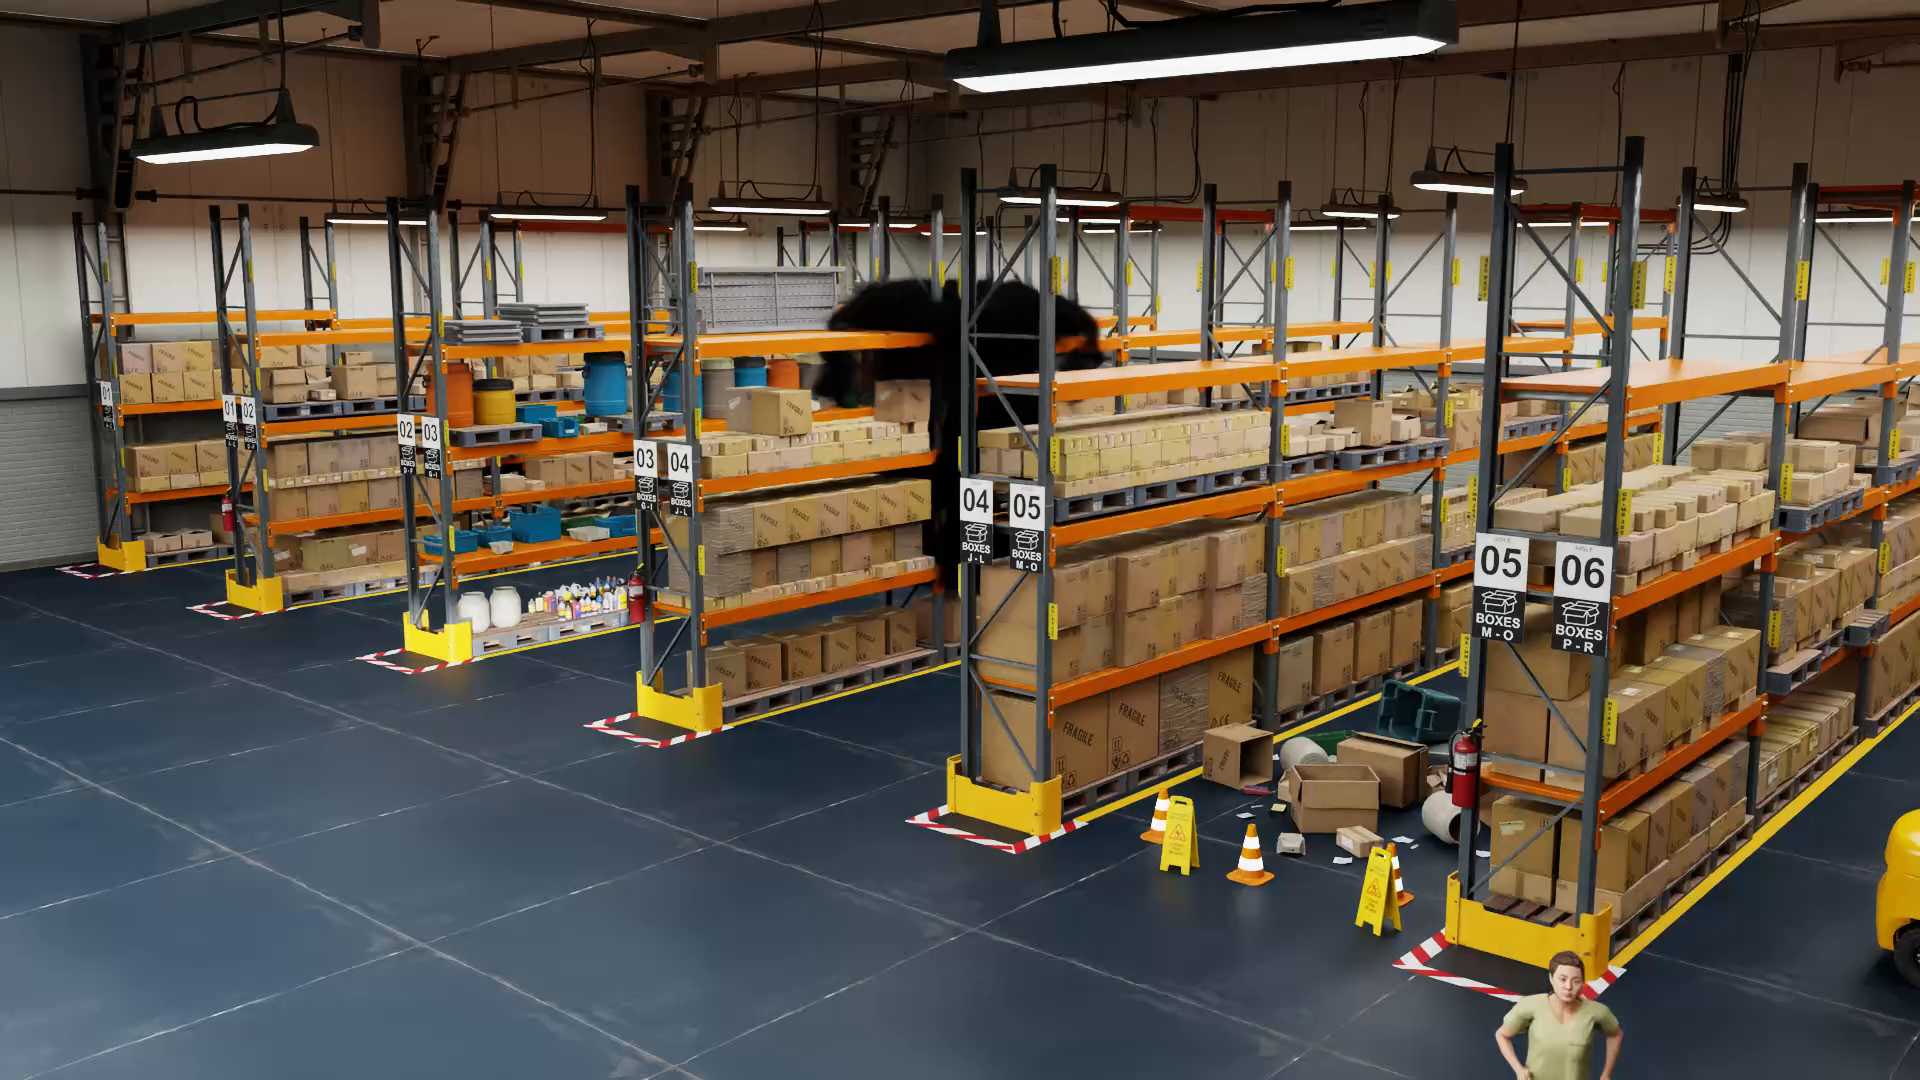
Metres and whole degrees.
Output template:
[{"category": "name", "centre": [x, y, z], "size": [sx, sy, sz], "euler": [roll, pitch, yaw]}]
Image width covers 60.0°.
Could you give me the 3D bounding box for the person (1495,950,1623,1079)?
[{"category": "person", "centre": [3.078, 2.927, 8.626], "size": [0.616, 1.666, 0.975], "euler": [4, 10, 23]}]

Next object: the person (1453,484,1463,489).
[{"category": "person", "centre": [8.177, -0.098, 27.041], "size": [1.044, 1.646, 0.580], "euler": [-7, 12, -36]}]

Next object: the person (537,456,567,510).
[{"category": "person", "centre": [-7.522, -0.759, 31.028], "size": [0.705, 1.695, 1.008], "euler": [8, 13, 41]}]
